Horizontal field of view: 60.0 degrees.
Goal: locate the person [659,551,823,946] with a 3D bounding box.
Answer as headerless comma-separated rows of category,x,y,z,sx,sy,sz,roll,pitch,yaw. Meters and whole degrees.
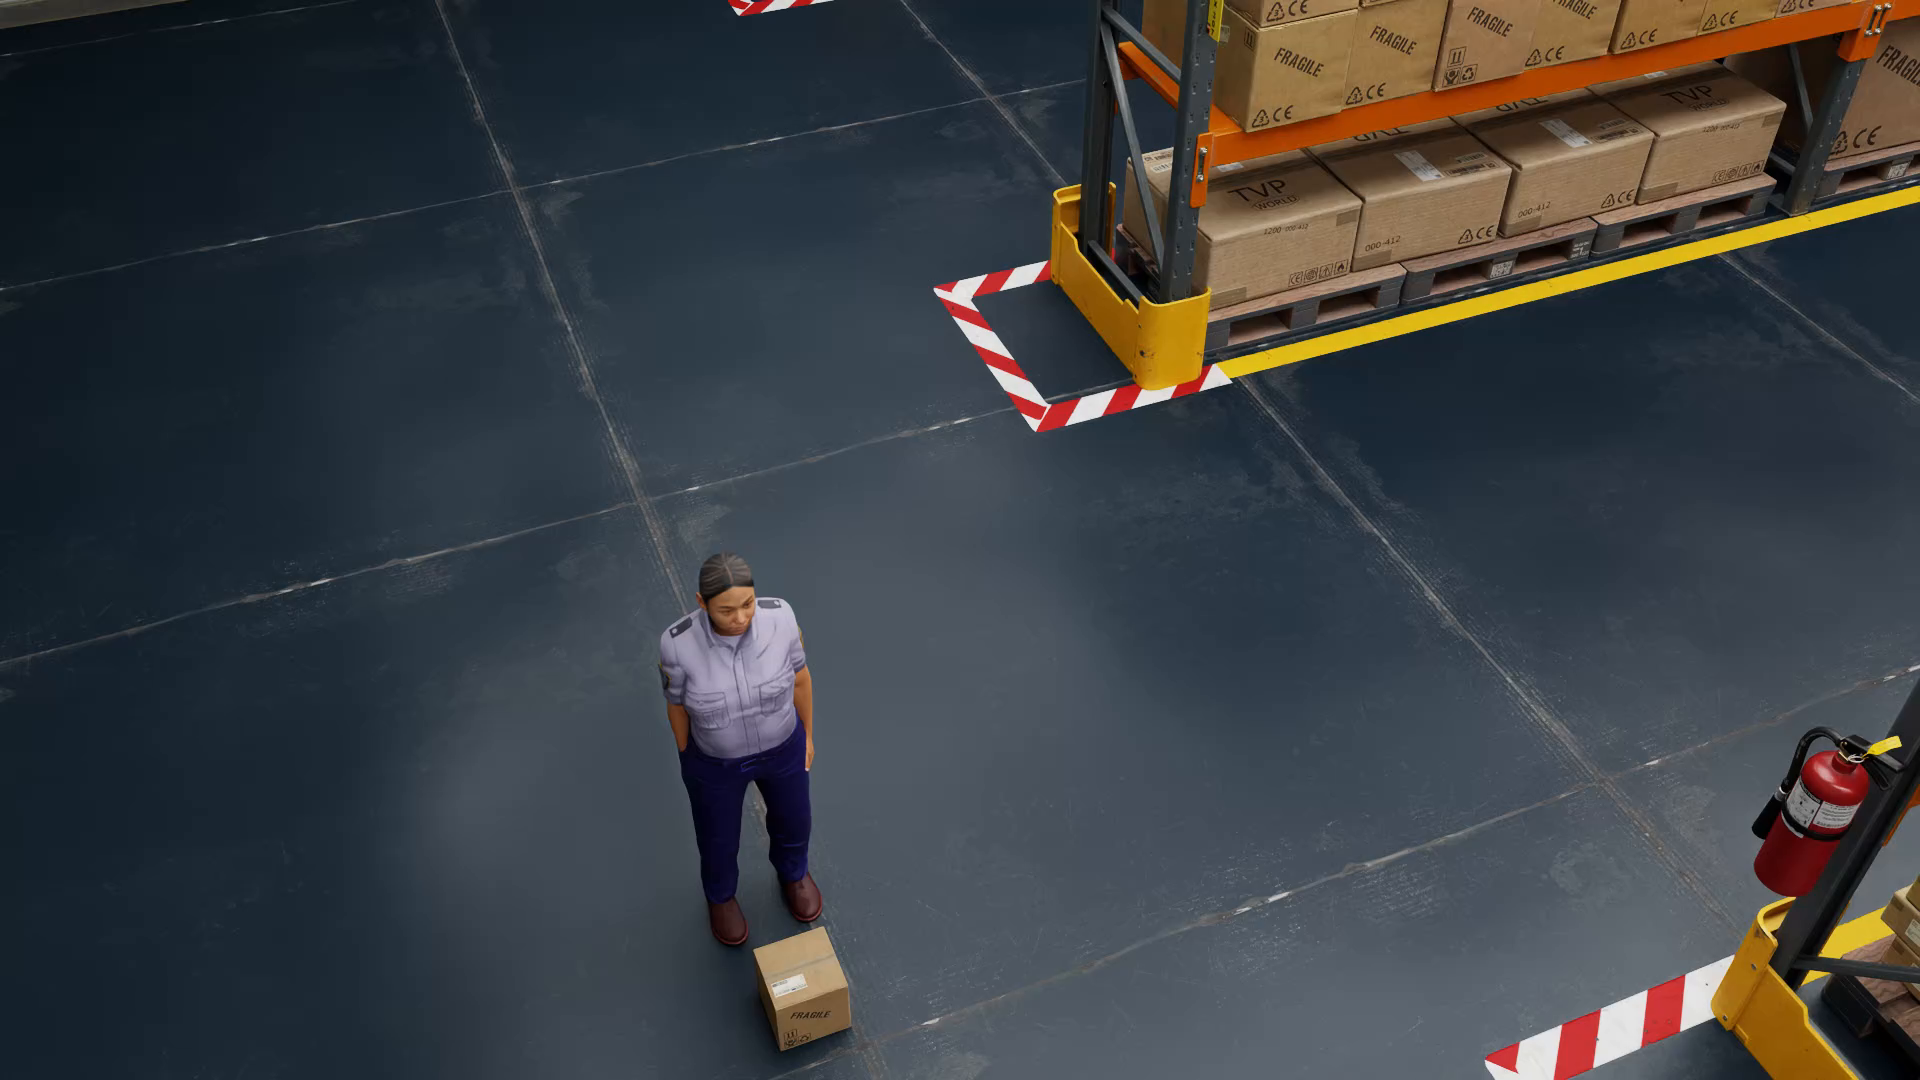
person,-0.688,0.685,5.415,0.467,1.646,0.342,-14,44,-15
